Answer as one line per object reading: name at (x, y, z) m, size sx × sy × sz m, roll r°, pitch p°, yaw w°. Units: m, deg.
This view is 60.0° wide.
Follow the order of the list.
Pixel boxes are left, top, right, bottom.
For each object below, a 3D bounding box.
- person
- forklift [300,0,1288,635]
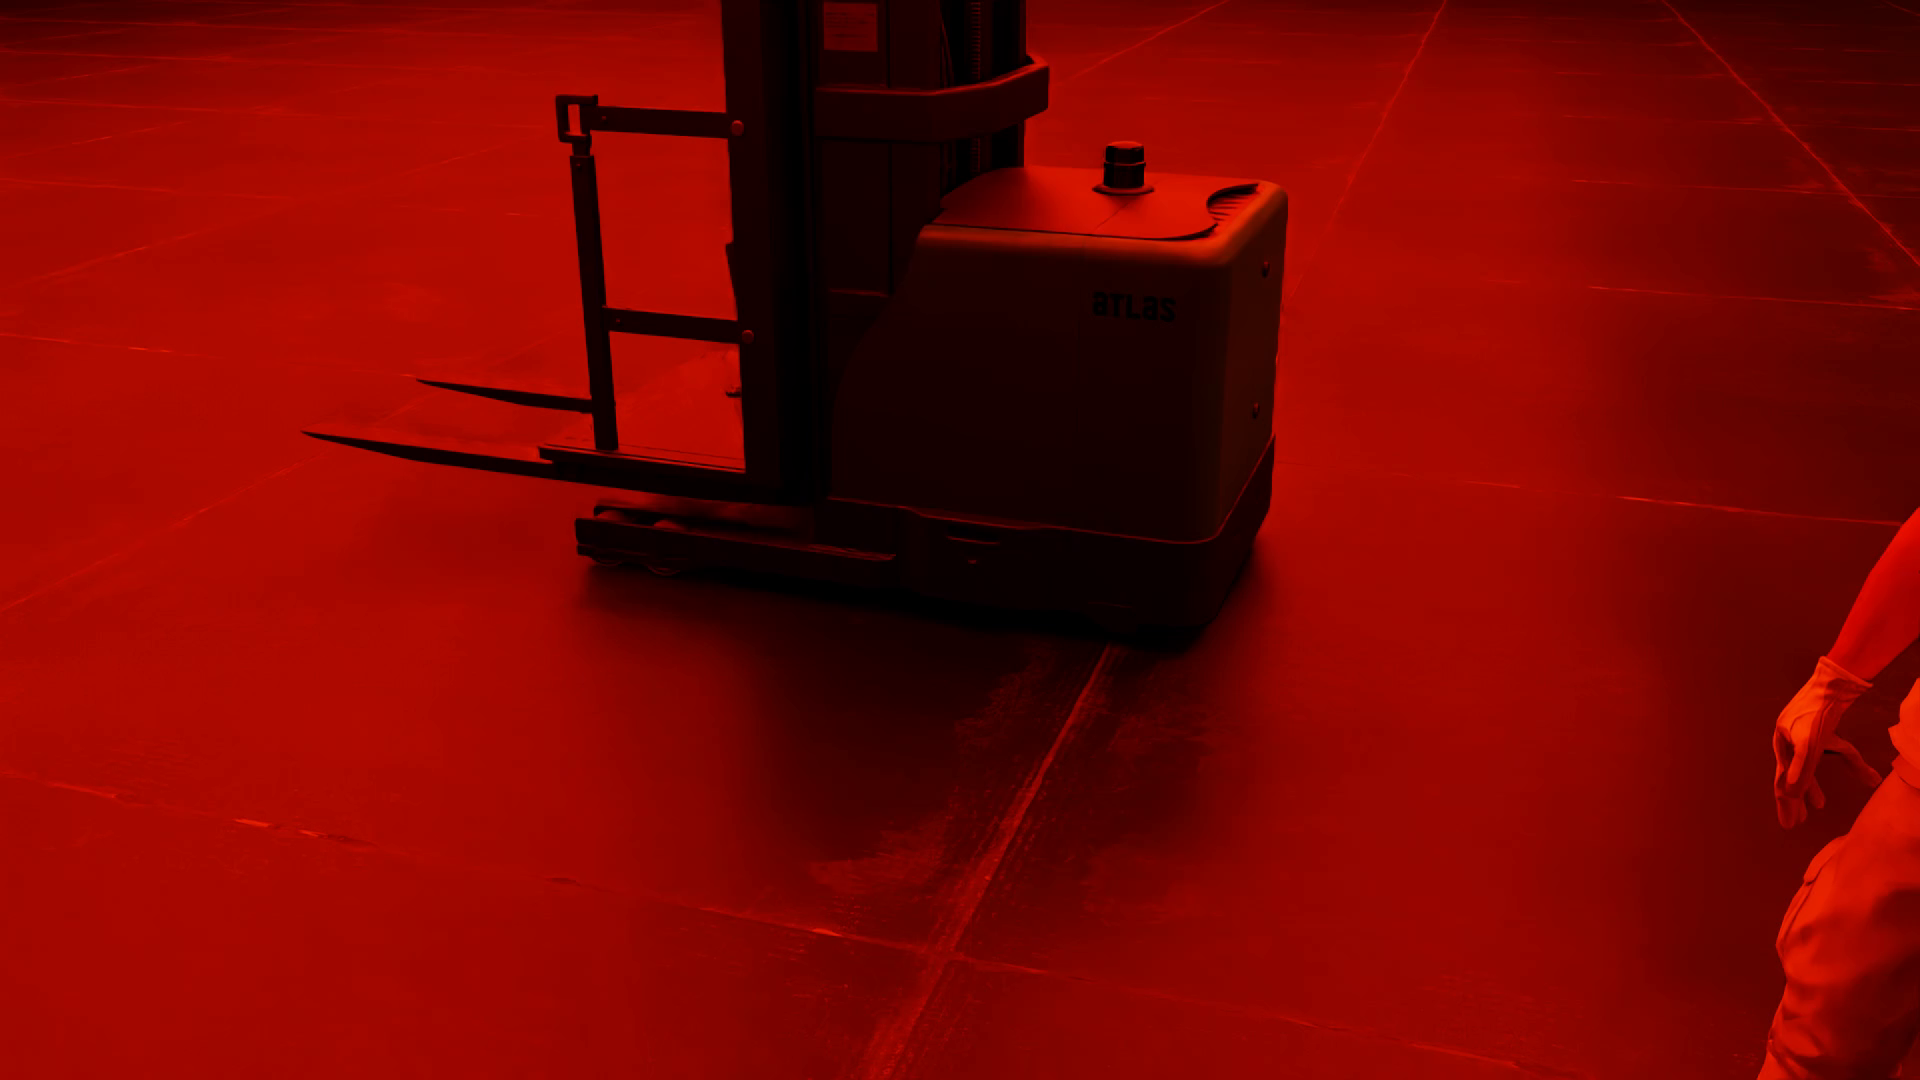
person at (1.211, 0.353, 1.904) m, size 0.565 × 1.789 × 0.643 m, roll -14°, pitch 26°, yaw -30°
forklift at (-0.607, -1.430, 4.743) m, size 3.031 × 2.935 × 1.130 m, roll 8°, pitch 24°, yaw 18°
